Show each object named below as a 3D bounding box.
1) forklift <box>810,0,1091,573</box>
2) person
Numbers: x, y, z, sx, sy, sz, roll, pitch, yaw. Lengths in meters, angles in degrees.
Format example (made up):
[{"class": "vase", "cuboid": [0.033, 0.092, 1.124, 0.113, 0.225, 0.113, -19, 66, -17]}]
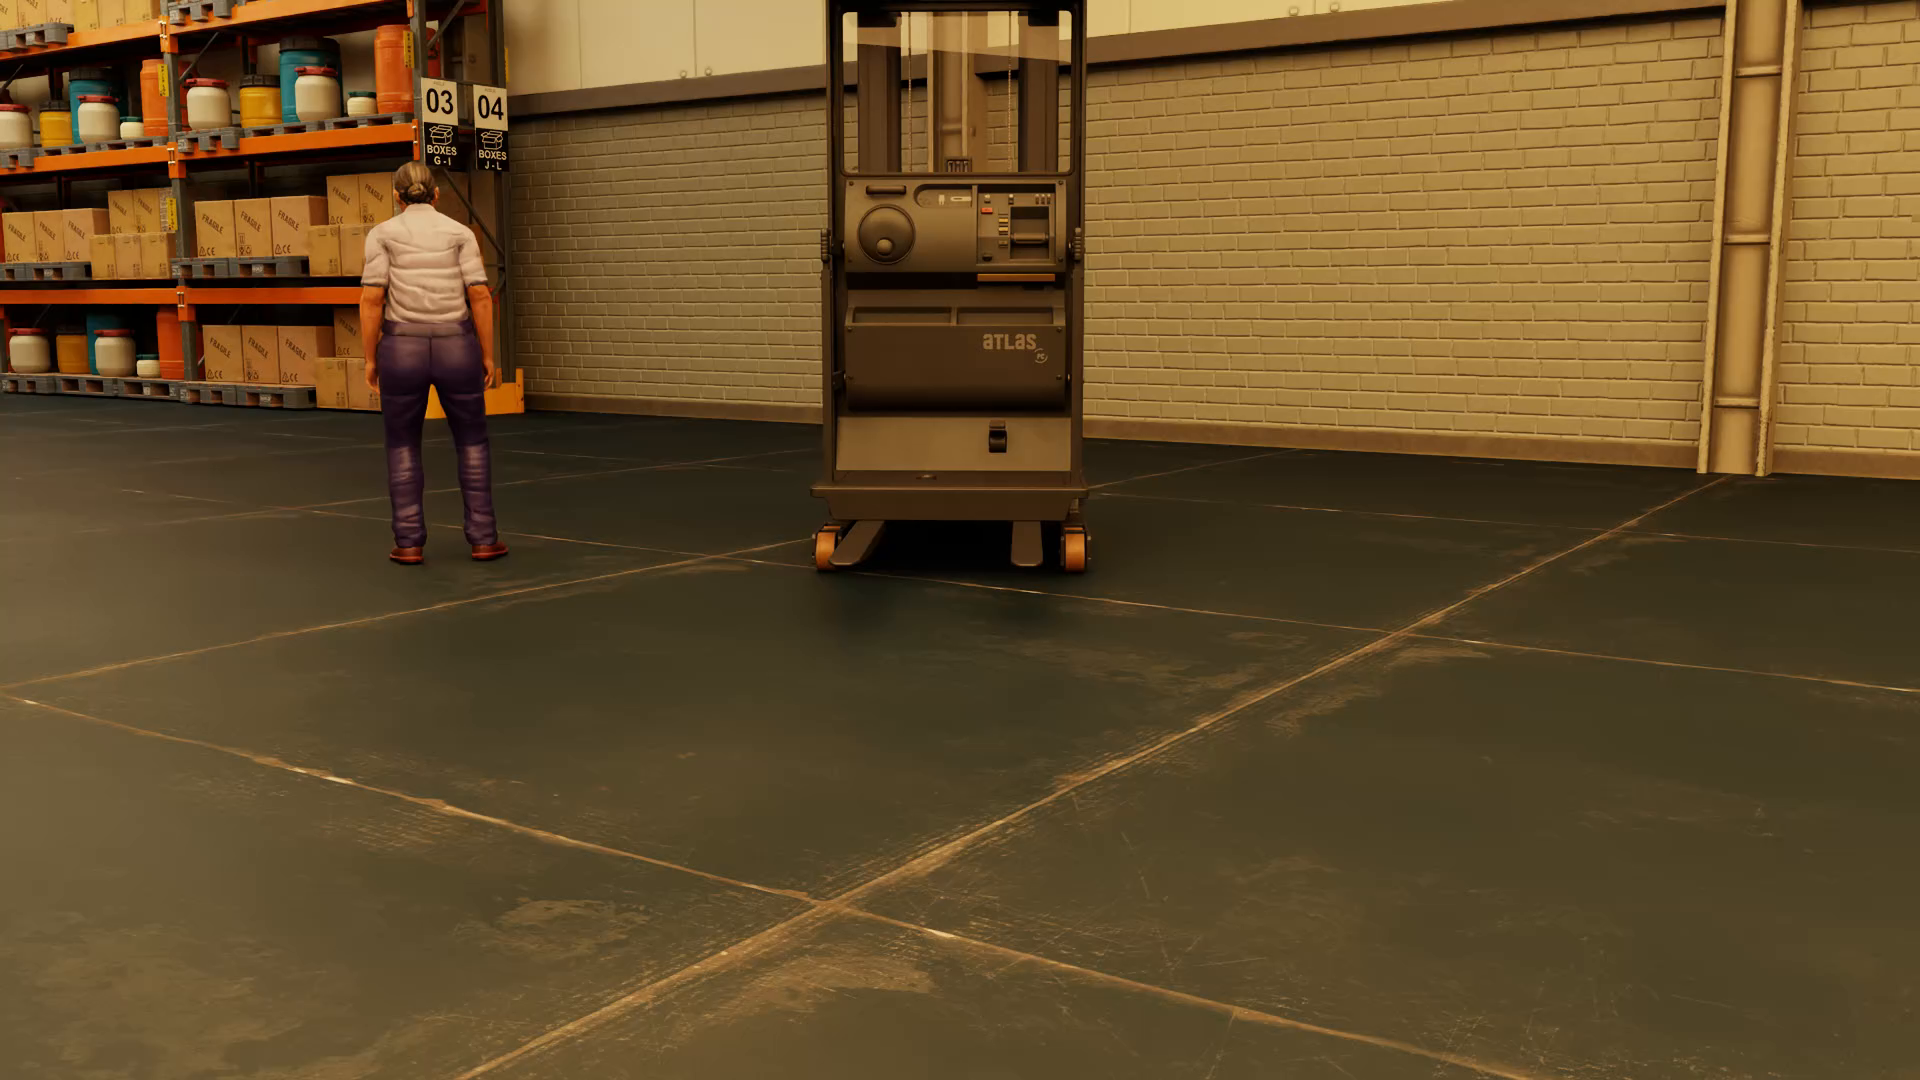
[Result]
[{"class": "forklift", "cuboid": [-0.025, -1.363, 6.774, 1.130, 2.935, 3.031, 0, 8, 2]}, {"class": "person", "cuboid": [-2.184, -0.730, 6.895, 0.556, 1.646, 0.369, -3, 9, -19]}]
